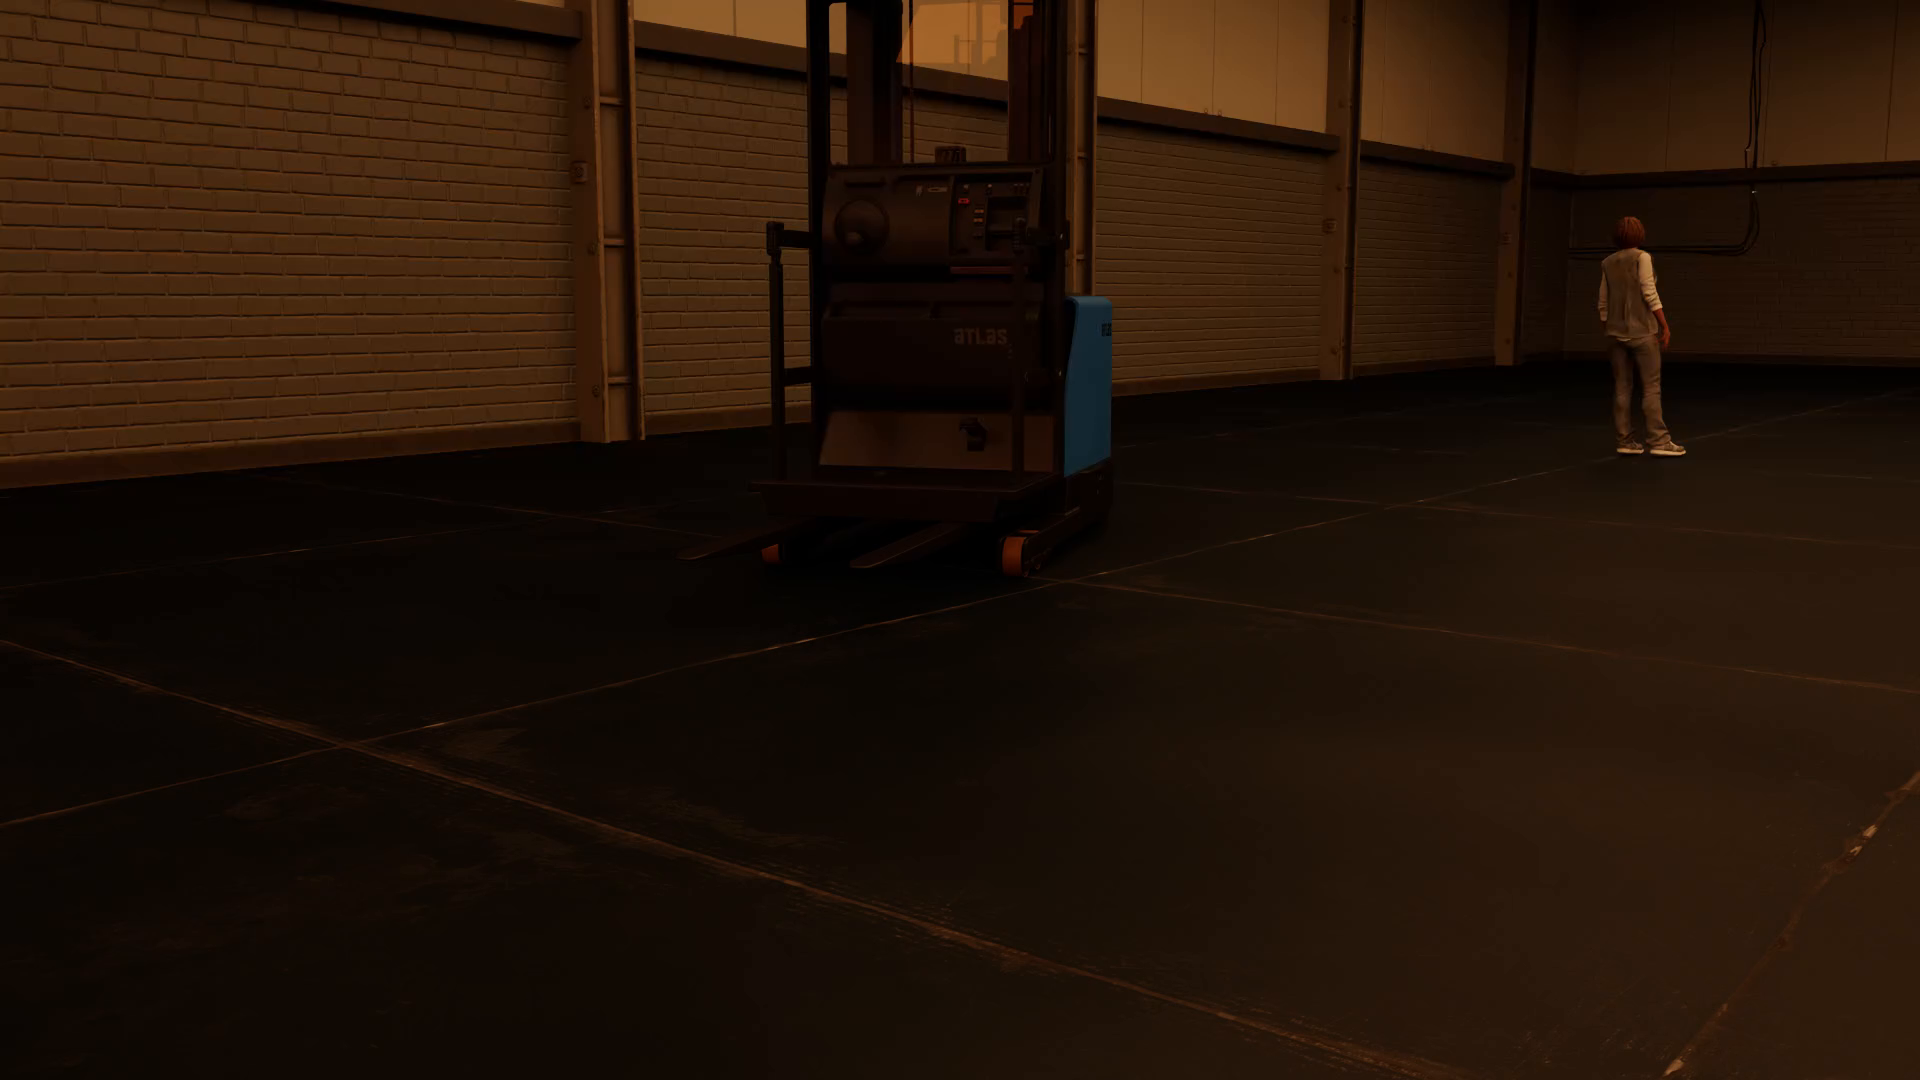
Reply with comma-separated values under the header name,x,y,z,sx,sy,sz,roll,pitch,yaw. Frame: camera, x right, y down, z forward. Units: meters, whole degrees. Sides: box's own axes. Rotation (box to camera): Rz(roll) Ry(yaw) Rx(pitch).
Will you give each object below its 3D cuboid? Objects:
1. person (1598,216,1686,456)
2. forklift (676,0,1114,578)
name,x,y,z,sx,sy,sz,roll,pitch,yaw
person,4.600,-1.376,11.244,0.475,1.597,0.520,-5,9,-29
forklift,-0.176,-1.366,6.616,1.130,2.935,3.031,3,9,17
